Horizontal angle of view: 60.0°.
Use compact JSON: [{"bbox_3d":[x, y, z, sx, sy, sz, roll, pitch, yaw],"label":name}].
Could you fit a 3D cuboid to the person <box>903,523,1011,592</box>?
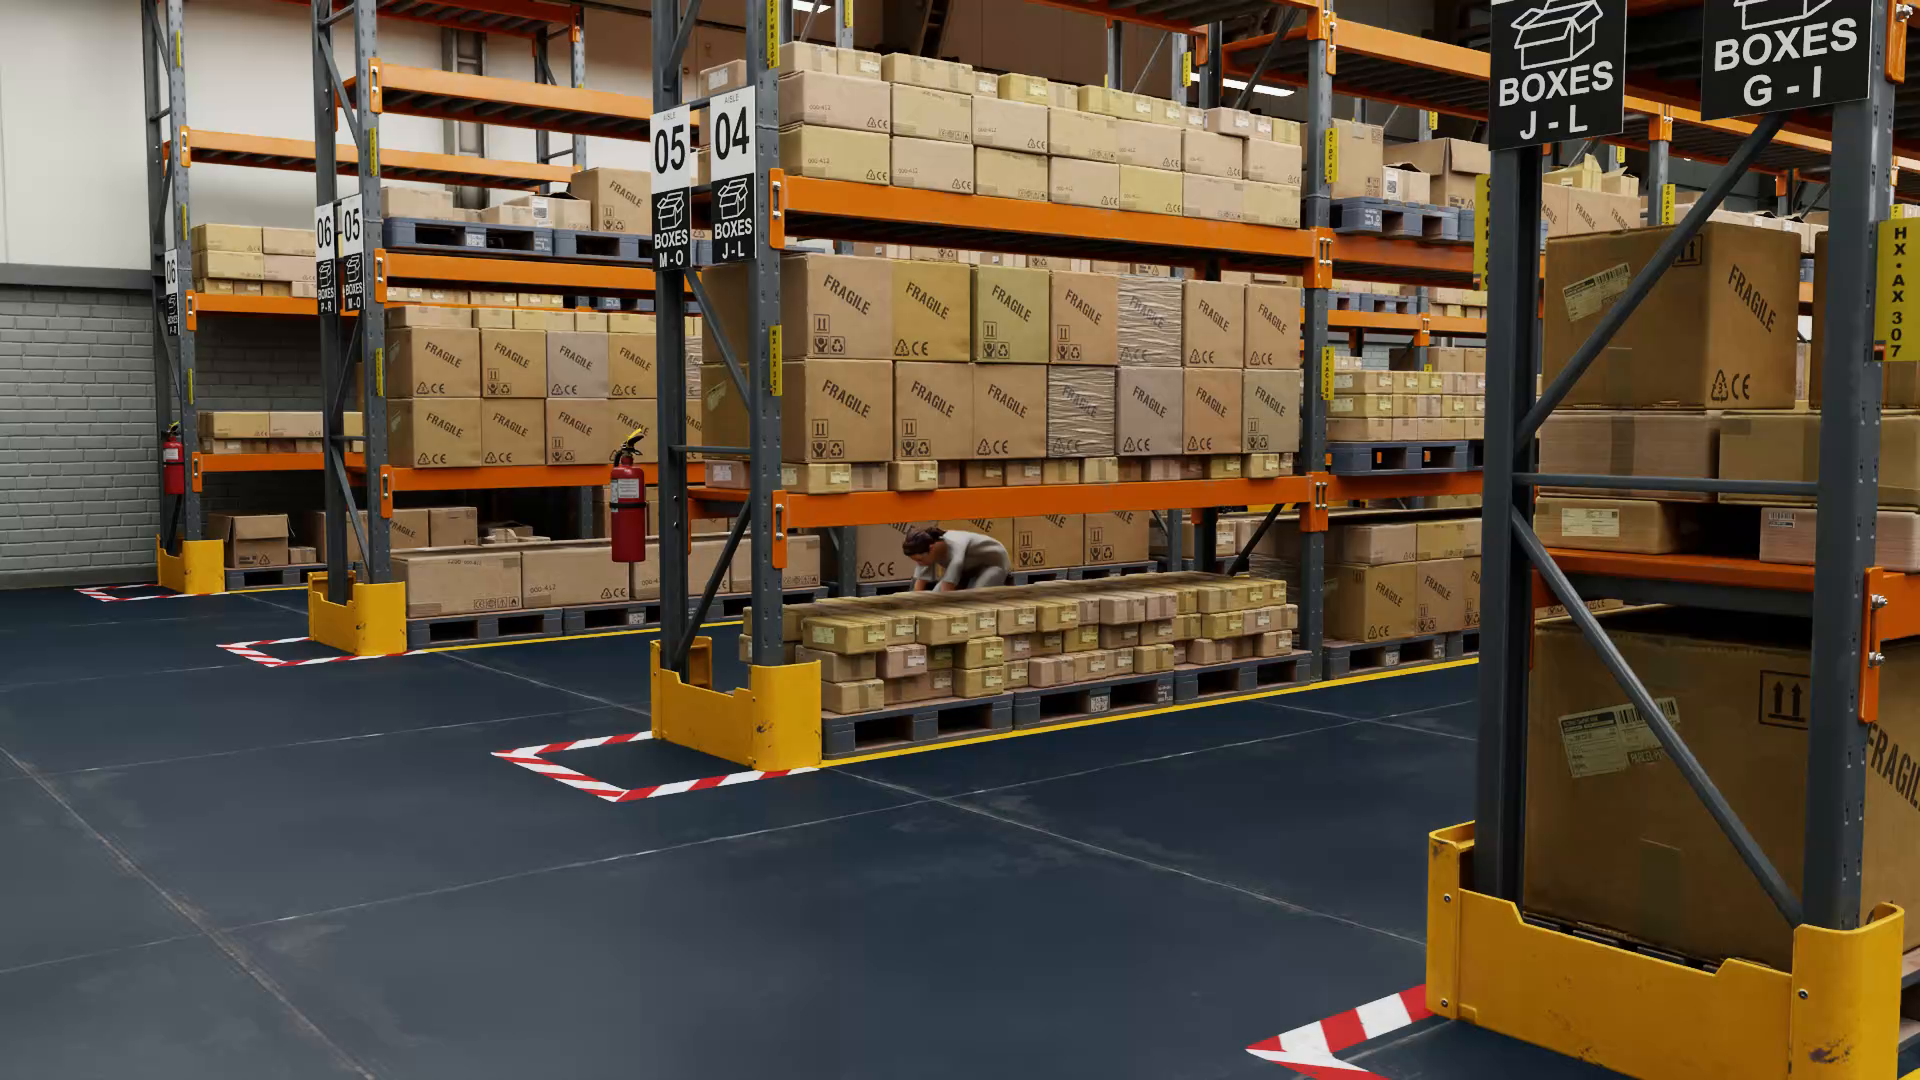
[{"bbox_3d":[-0.038,0.362,11.122,0.863,0.967,0.474,-4,6,-41],"label":"person"}]
